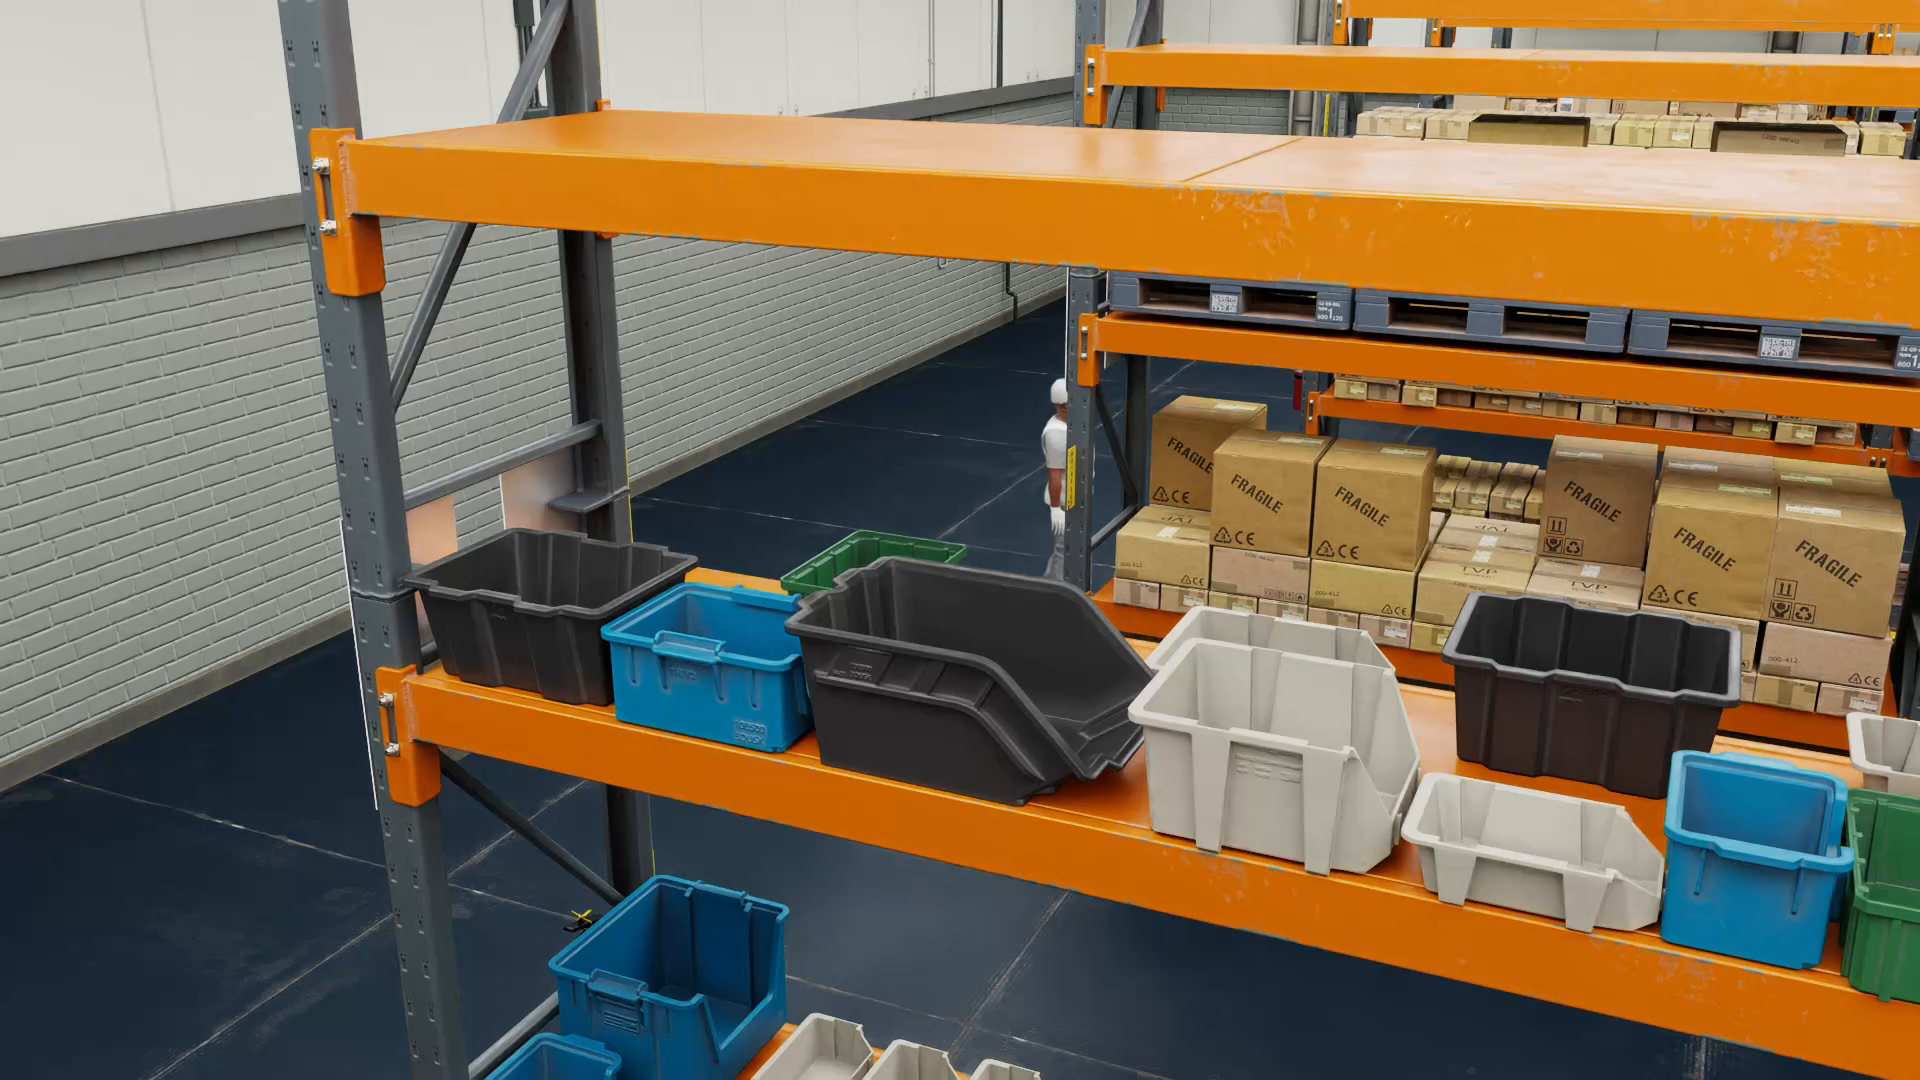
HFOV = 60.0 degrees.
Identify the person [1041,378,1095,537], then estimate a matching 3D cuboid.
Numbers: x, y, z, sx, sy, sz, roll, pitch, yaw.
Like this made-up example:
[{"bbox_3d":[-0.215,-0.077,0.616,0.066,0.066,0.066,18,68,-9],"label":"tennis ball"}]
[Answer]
[{"bbox_3d":[0.777,-0.281,11.822,0.462,1.790,0.596,5,19,13],"label":"person"}]
